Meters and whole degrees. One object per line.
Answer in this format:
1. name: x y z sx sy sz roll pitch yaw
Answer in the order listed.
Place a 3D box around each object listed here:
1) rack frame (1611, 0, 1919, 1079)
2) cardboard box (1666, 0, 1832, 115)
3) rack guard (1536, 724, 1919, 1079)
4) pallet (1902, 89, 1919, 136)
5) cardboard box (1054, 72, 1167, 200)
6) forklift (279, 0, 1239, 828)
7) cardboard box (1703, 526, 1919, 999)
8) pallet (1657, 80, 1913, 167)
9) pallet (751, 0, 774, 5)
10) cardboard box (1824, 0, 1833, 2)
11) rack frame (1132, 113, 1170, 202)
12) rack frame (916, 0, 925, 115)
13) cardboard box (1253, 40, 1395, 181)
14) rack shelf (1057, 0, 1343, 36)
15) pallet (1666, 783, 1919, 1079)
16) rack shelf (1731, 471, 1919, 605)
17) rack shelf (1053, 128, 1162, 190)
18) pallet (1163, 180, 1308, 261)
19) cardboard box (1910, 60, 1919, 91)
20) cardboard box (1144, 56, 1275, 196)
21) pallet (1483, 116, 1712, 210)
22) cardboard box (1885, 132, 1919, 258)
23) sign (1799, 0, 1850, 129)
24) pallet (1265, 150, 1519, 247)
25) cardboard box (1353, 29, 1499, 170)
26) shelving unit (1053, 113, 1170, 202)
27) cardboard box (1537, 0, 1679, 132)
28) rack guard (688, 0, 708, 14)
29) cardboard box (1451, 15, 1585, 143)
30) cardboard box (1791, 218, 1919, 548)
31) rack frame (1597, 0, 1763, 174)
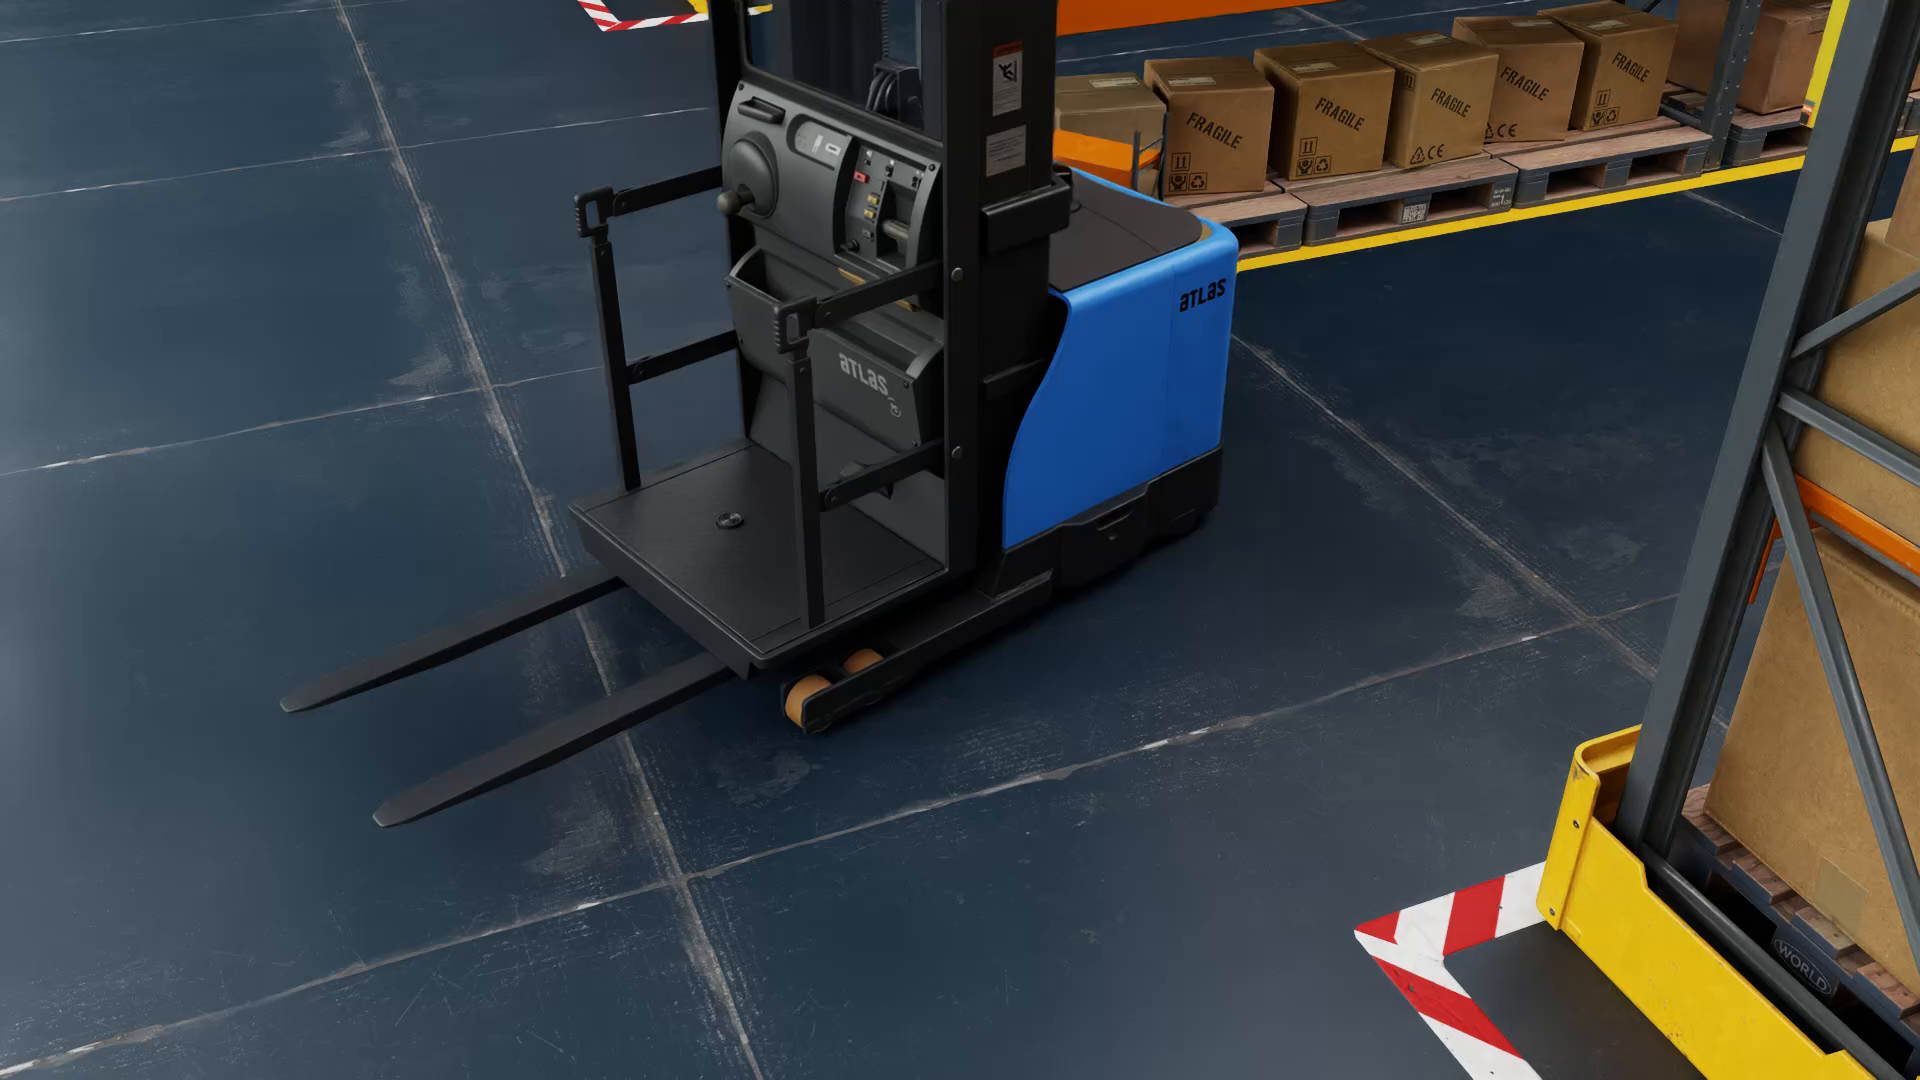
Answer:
1. rack frame: 1.876 -0.075 3.116 0.127 3.000 1.000 -13 35 -19
2. cardboard box: 4.311 -2.691 9.024 0.500 0.500 0.700 -16 36 -23
3. rack guard: 1.854 0.977 3.790 0.348 0.500 1.175 -13 35 -19
4. pallet: 5.581 -2.691 9.693 1.213 0.211 1.003 -13 35 -19
5. cardboard box: 0.631 -1.843 7.739 0.500 0.500 0.500 -7 34 -10
6. forklift: -0.538 -0.988 4.581 3.031 2.935 1.130 -25 41 -33
7. cardboard box: 2.475 0.463 3.852 0.875 0.875 0.875 -13 35 -19
8. pallet: 4.454 -2.432 9.294 1.213 0.211 1.003 -13 35 -19
9. pallet: -1.066 -4.121 11.890 1.213 0.211 1.003 -13 35 -19
10. cardboard box: 4.758 -2.782 9.164 0.500 0.500 0.700 -13 35 -19
11. rack frame: 0.668 -0.949 6.108 0.015 1.200 0.240 19 38 27
12. rack frame: 0.049 -2.591 6.982 0.127 3.000 1.000 -13 35 -19
13. cardboard box: 1.753 -2.109 8.148 0.500 0.500 0.500 -10 34 -14
14. rack shelf: 1.893 -2.712 7.827 4.000 0.370 1.077 -13 35 -19
15. pallet: 2.583 0.885 4.196 1.213 0.211 1.003 -13 35 -19
16. rack shelf: 3.720 -0.196 3.961 4.000 0.370 1.077 -13 35 -19
17. rack shelf: 0.463 -1.351 6.005 0.480 0.148 0.258 19 38 27
18. pallet: 0.882 -1.592 8.003 1.213 0.211 1.003 -13 35 -19
19. cardboard box: 5.274 -2.901 9.346 0.500 0.500 0.700 -16 36 -23
20. cardboard box: 1.169 -1.986 7.959 0.500 0.500 0.500 -4 33 -6
21. pallet: 3.131 -2.107 8.795 1.213 0.211 1.003 -13 35 -19
22. cardboard box: 2.233 -0.650 2.871 0.550 0.550 0.875 -13 35 -19
23. sign: 1.678 -0.936 3.159 0.005 0.325 0.100 -13 35 -19
24. pallet: 2.005 -1.847 8.396 1.213 0.211 1.003 -13 35 -19
25. cardboard box: 2.285 -2.204 8.294 0.500 0.500 0.500 -16 36 -23
26. shelving unit: 0.463 -1.021 6.220 0.503 1.200 0.258 19 38 27
27. cardboard box: 3.353 -2.499 8.748 0.500 0.500 0.500 -14 36 -20
28. rack guard: -1.817 -4.074 11.552 0.348 0.500 1.175 -13 35 -19
29. cardboard box: 2.827 -2.375 8.556 0.500 0.500 0.500 -2 33 -4
30. cardboard box: 2.200 -0.239 3.230 0.550 0.550 0.875 -13 35 -19
31. rack frame: 3.737 -3.435 8.280 0.127 3.000 1.000 -13 35 -19
